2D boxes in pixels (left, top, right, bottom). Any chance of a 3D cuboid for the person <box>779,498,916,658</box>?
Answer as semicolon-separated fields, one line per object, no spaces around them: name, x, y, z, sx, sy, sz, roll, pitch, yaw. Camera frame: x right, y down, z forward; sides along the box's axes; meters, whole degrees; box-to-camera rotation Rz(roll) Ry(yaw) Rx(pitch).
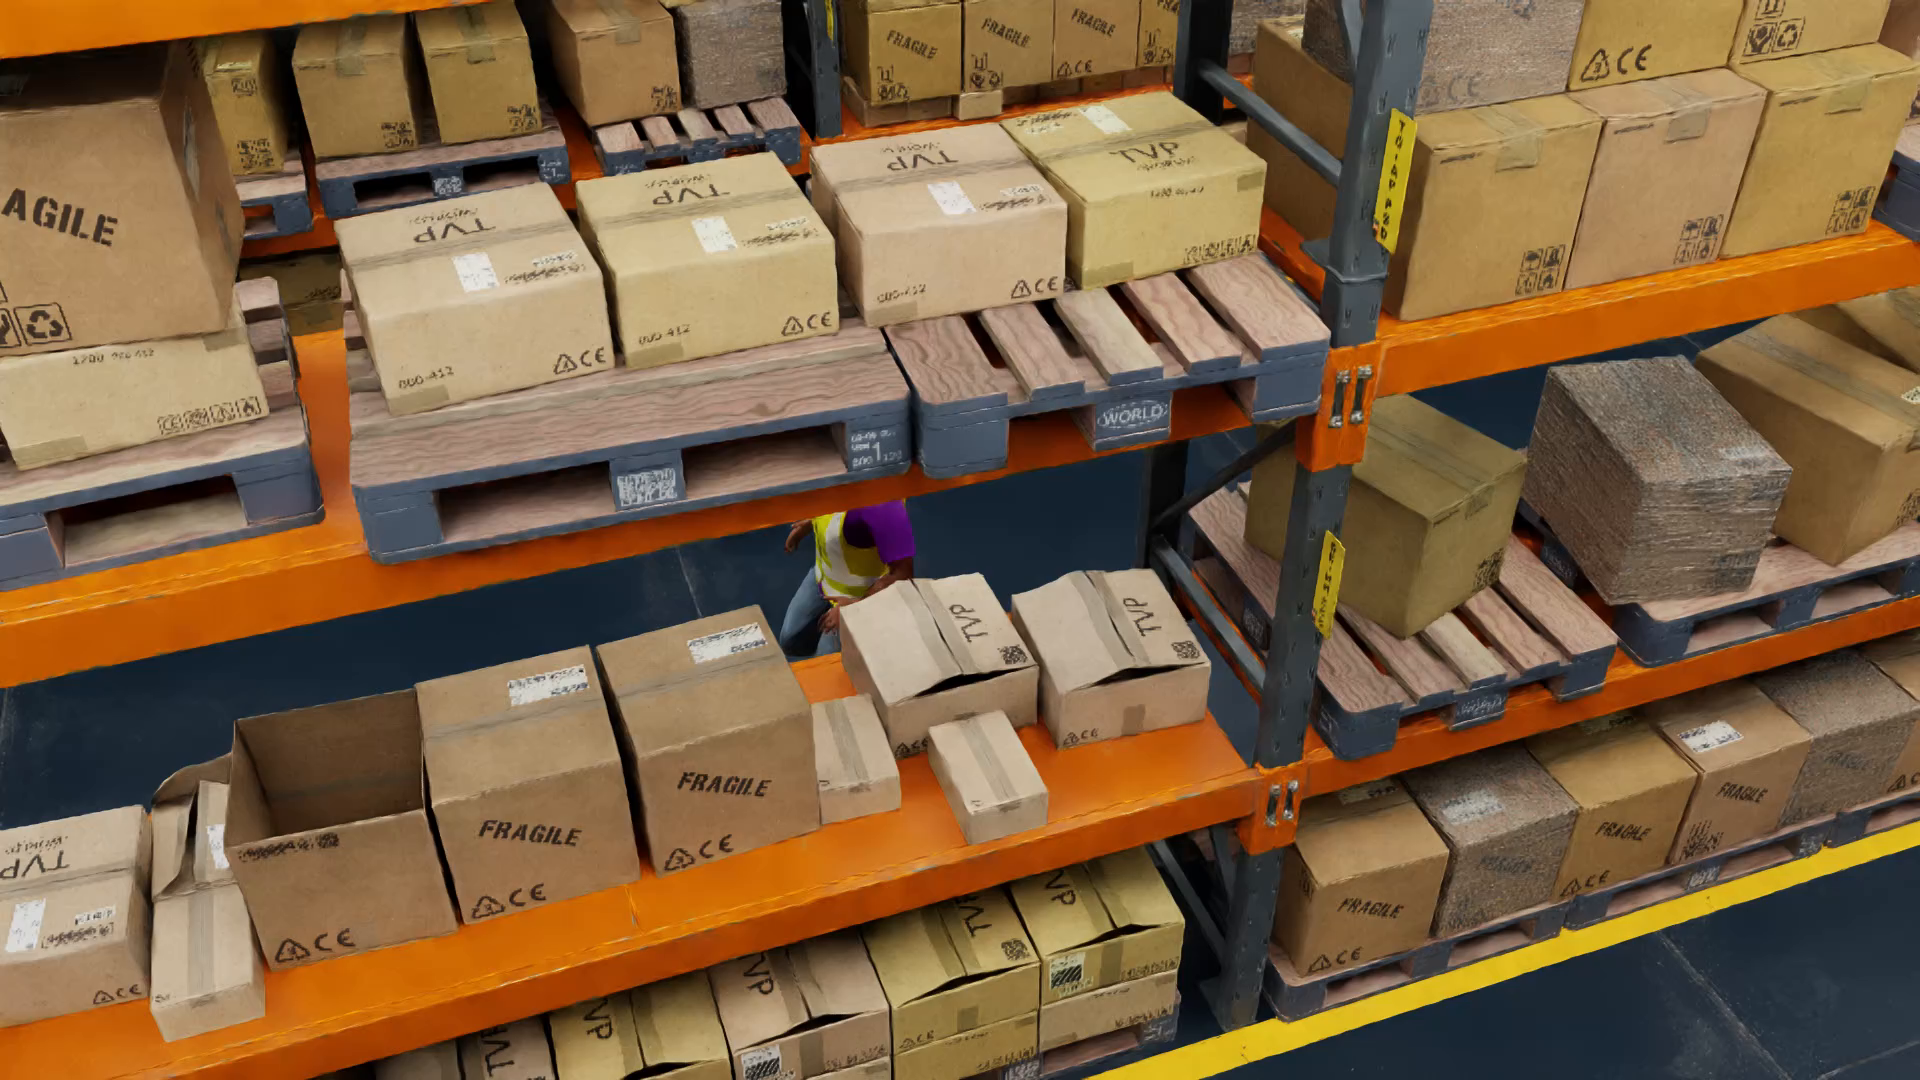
person;-0.444;0.195;6.542;0.488;1.729;0.779;-15;40;-18
